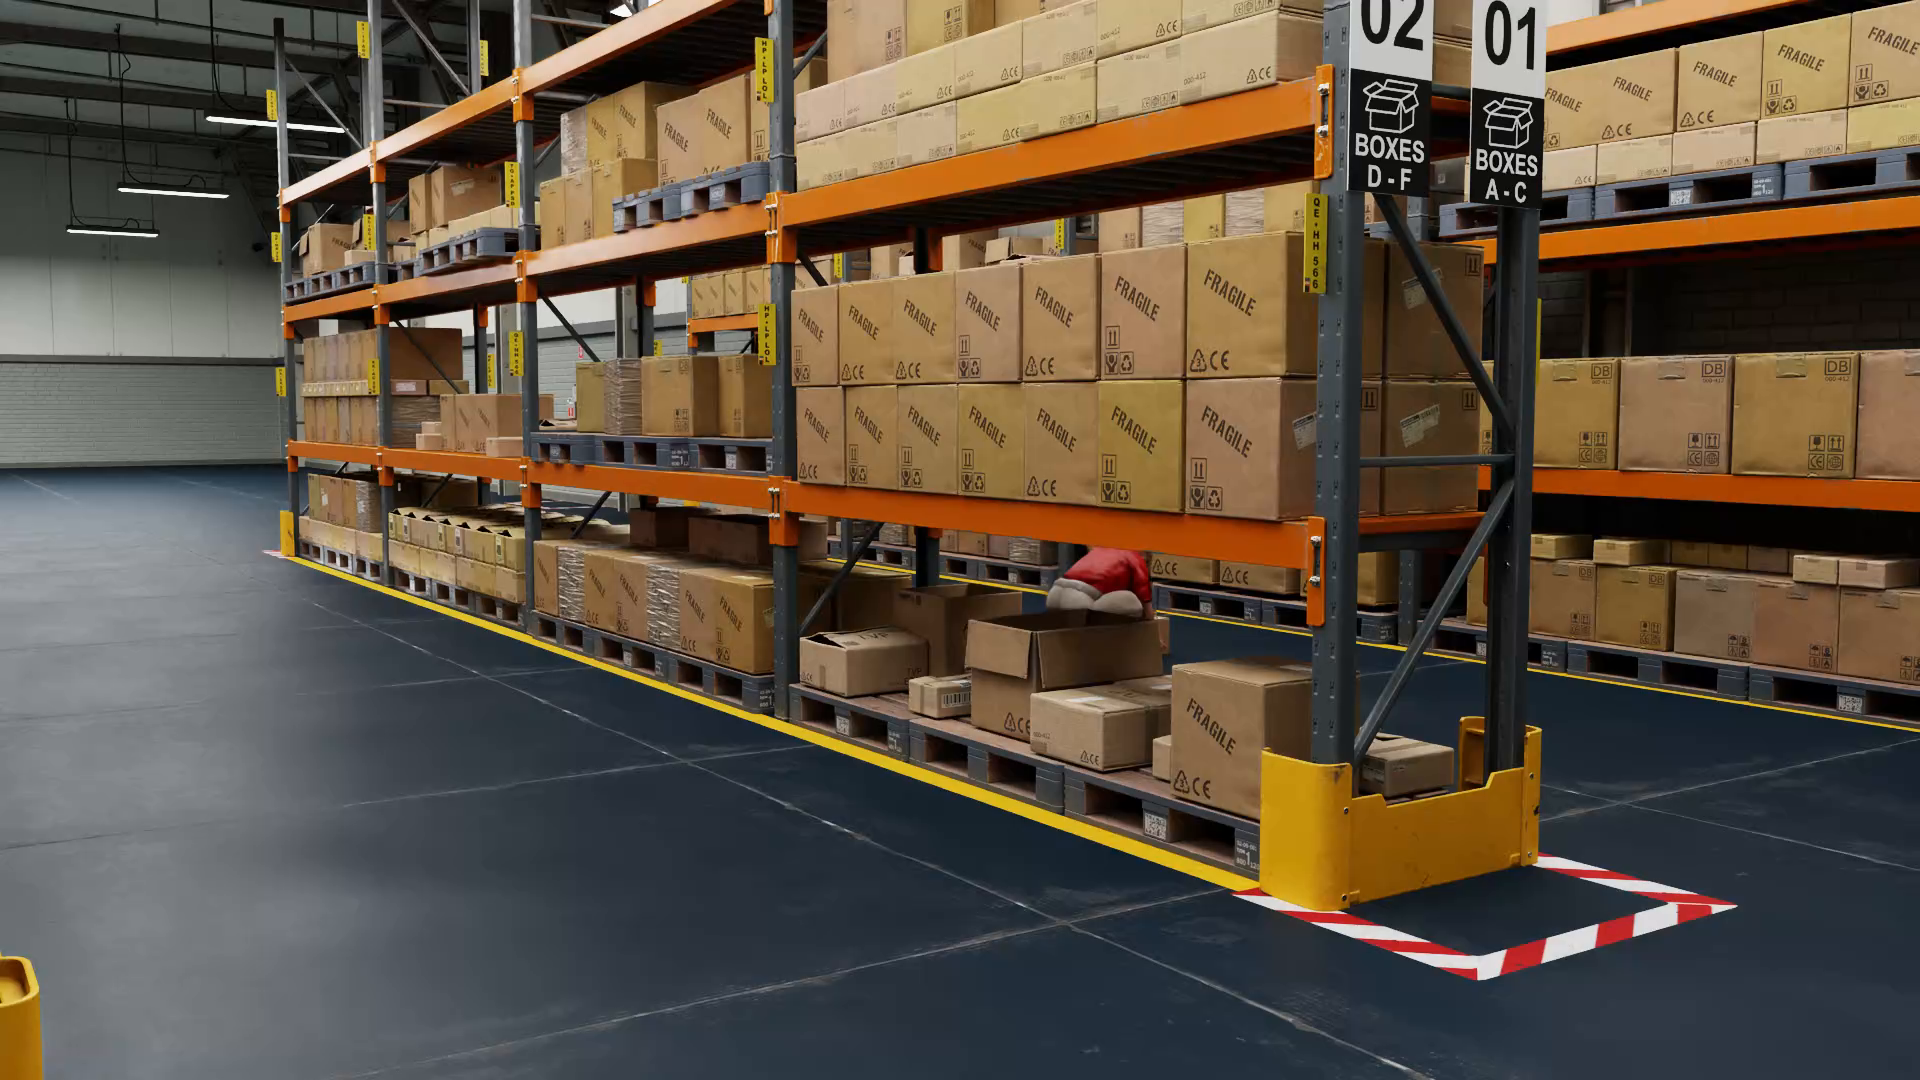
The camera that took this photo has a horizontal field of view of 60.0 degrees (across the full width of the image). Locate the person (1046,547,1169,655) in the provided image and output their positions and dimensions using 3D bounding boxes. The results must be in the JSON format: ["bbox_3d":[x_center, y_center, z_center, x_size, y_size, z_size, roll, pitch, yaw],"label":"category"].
[{"bbox_3d":[1.002,0.431,11.273,0.850,0.850,0.534,-3,6,-34],"label":"person"}]
